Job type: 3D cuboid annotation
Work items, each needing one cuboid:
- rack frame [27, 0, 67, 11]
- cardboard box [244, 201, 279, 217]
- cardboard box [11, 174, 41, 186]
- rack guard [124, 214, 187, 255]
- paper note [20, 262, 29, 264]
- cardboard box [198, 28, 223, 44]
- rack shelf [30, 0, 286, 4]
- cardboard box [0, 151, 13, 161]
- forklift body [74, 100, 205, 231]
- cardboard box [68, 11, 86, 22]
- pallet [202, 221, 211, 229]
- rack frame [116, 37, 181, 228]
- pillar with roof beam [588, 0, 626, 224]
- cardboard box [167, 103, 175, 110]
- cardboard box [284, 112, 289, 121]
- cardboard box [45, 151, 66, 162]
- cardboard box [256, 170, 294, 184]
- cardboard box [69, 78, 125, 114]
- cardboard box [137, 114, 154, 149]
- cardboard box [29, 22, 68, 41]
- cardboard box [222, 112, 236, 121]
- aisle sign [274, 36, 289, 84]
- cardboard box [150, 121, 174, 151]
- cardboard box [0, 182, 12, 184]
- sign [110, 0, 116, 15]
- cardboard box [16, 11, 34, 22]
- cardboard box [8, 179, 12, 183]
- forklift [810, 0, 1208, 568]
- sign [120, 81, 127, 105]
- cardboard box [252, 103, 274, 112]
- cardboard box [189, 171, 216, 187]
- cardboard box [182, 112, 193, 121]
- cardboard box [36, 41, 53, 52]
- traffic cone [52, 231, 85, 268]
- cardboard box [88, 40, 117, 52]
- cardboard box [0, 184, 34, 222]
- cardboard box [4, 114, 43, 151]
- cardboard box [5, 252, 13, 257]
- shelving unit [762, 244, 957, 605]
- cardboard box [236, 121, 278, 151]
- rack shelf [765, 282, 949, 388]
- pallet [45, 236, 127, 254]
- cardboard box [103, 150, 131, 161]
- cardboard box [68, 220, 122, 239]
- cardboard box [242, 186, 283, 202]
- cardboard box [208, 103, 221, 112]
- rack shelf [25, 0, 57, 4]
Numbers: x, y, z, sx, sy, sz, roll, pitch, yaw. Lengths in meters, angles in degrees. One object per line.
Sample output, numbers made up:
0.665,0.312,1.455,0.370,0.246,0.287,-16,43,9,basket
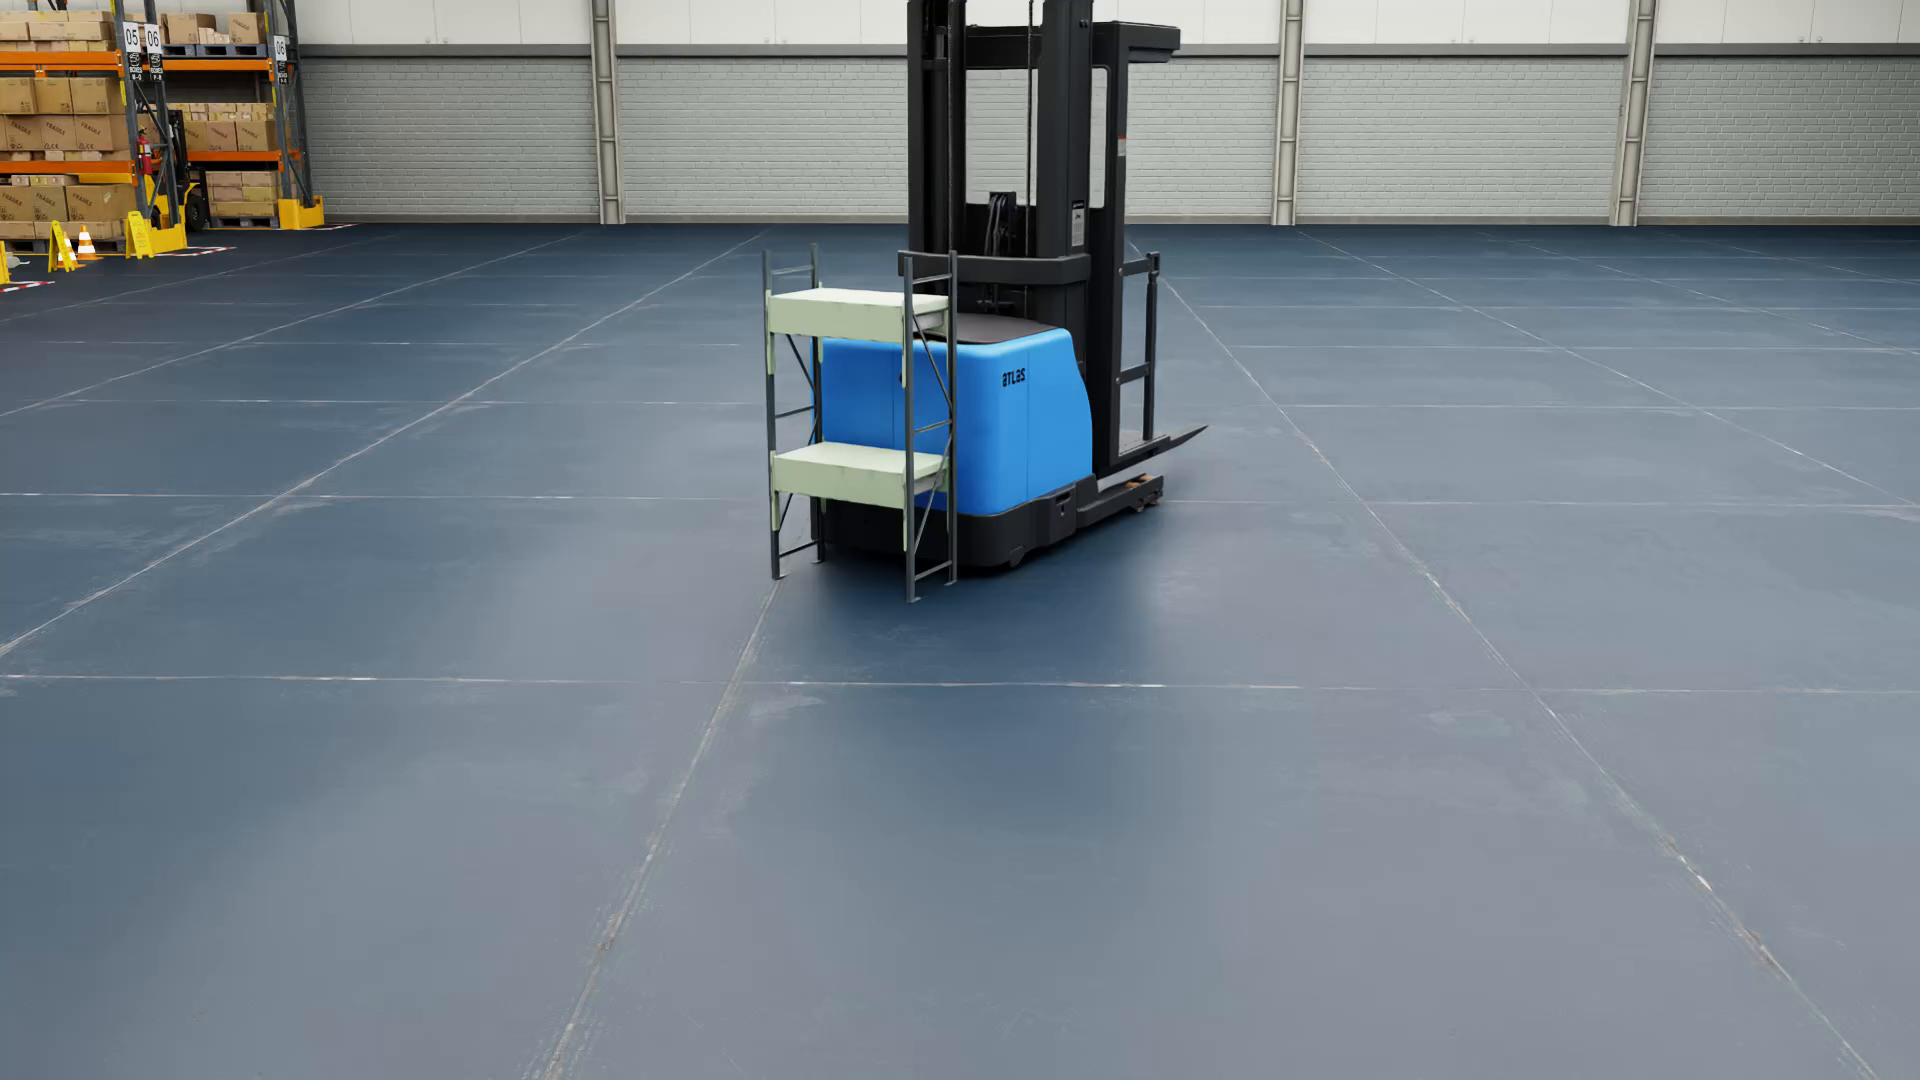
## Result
-15.567,-9.883,28.159,0.127,3.000,1.000,0,15,1,rack frame
-12.046,-5.752,28.829,0.500,0.250,0.500,0,15,2,cardboard box
-13.382,-5.169,23.876,0.250,0.149,0.380,1,15,4,cardboard box
-11.767,-4.482,24.349,0.348,0.500,1.175,0,15,1,rack guard
-12.687,-3.753,22.506,0.142,0.019,0.148,-5,16,-18,paper note
-12.658,-8.523,28.127,0.258,0.266,0.396,0,15,2,cardboard box
-13.567,-9.329,28.253,4.000,0.370,1.077,0,15,1,rack shelf
-13.598,-5.532,23.919,0.250,0.149,0.380,0,15,1,cardboard box
-13.510,-6.093,27.217,1.214,2.155,2.313,0,15,1,forklift body
-12.294,-7.343,23.342,0.250,0.149,0.380,1,15,2,cardboard box
-13.550,-5.611,29.193,1.213,0.211,1.003,0,15,1,pallet
-11.691,-5.690,24.028,0.127,3.000,1.000,0,15,1,rack frame
-6.353,-8.954,24.639,0.400,9.000,9.100,0,15,1,pillar with roof beam
-13.465,-7.419,28.530,0.250,0.149,0.380,1,15,2,cardboard box
-11.901,-7.386,28.989,0.250,0.149,0.380,0,15,0,cardboard box
-12.840,-5.491,23.765,0.250,0.149,0.380,1,15,2,cardboard box
-12.044,-6.365,29.190,0.500,0.250,0.500,0,15,1,cardboard box
-12.207,-6.314,23.651,0.500,0.500,0.700,0,15,0,cardboard box
-12.158,-5.956,24.257,0.500,0.500,0.500,0,15,1,cardboard box
-12.712,-7.154,23.405,0.500,0.250,0.500,0,15,1,cardboard box
-12.436,-7.260,28.511,0.250,0.149,0.380,1,15,2,cardboard box
-11.510,-8.138,28.209,0.004,0.787,0.394,0,15,1,aisle sign
-13.600,-6.950,28.607,0.500,0.500,0.500,0,15,2,cardboard box
-14.073,-5.011,24.551,0.500,0.500,0.500,1,15,4,cardboard box
-11.725,-7.427,22.996,0.005,0.325,0.100,0,15,1,sign
-13.046,-7.358,23.399,0.250,0.149,0.380,0,15,1,cardboard box
-16.089,-6.038,29.176,0.625,0.625,0.875,1,15,4,cardboard box
0.454,-1.615,8.714,1.130,2.935,3.031,9,17,29,forklift
-11.725,-6.262,23.304,0.005,0.325,0.100,0,15,1,sign
-11.931,-7.411,28.497,0.250,0.149,0.380,0,15,2,cardboard box
-13.052,-6.239,28.715,0.500,0.250,0.500,1,15,2,cardboard box
-13.205,-7.251,28.476,0.250,0.149,0.380,0,15,2,cardboard box
-12.821,-6.972,23.500,0.250,0.149,0.380,0,15,2,cardboard box
-11.842,-3.852,22.034,0.334,0.463,0.336,0,15,1,traffic cone
-12.055,-6.950,23.416,0.250,0.149,0.380,0,15,2,cardboard box
-13.525,-4.873,24.026,0.500,0.500,0.500,0,15,0,cardboard box
-13.241,-5.824,23.757,0.500,0.500,0.500,0,15,1,cardboard box
-13.052,-3.805,22.471,0.250,0.149,0.380,9,17,30,cardboard box
-0.439,-0.536,7.430,0.755,1.500,0.431,9,17,29,shelving unit
-12.067,-6.941,28.571,0.500,0.500,0.500,0,15,0,cardboard box
-0.439,-0.913,7.330,0.720,0.370,0.431,9,17,29,rack shelf
-12.578,-4.357,24.440,1.213,0.211,1.003,0,15,1,pallet
-12.070,-5.517,23.862,0.250,0.149,0.380,1,15,3,cardboard box
-12.530,-4.501,24.085,0.500,0.250,0.500,0,15,1,cardboard box
-12.063,-5.995,28.769,0.500,0.250,0.500,0,15,1,cardboard box
-12.688,-7.420,28.532,0.250,0.149,0.380,0,15,2,cardboard box
-17.566,-9.355,28.351,4.000,0.370,1.077,0,15,1,rack shelf
